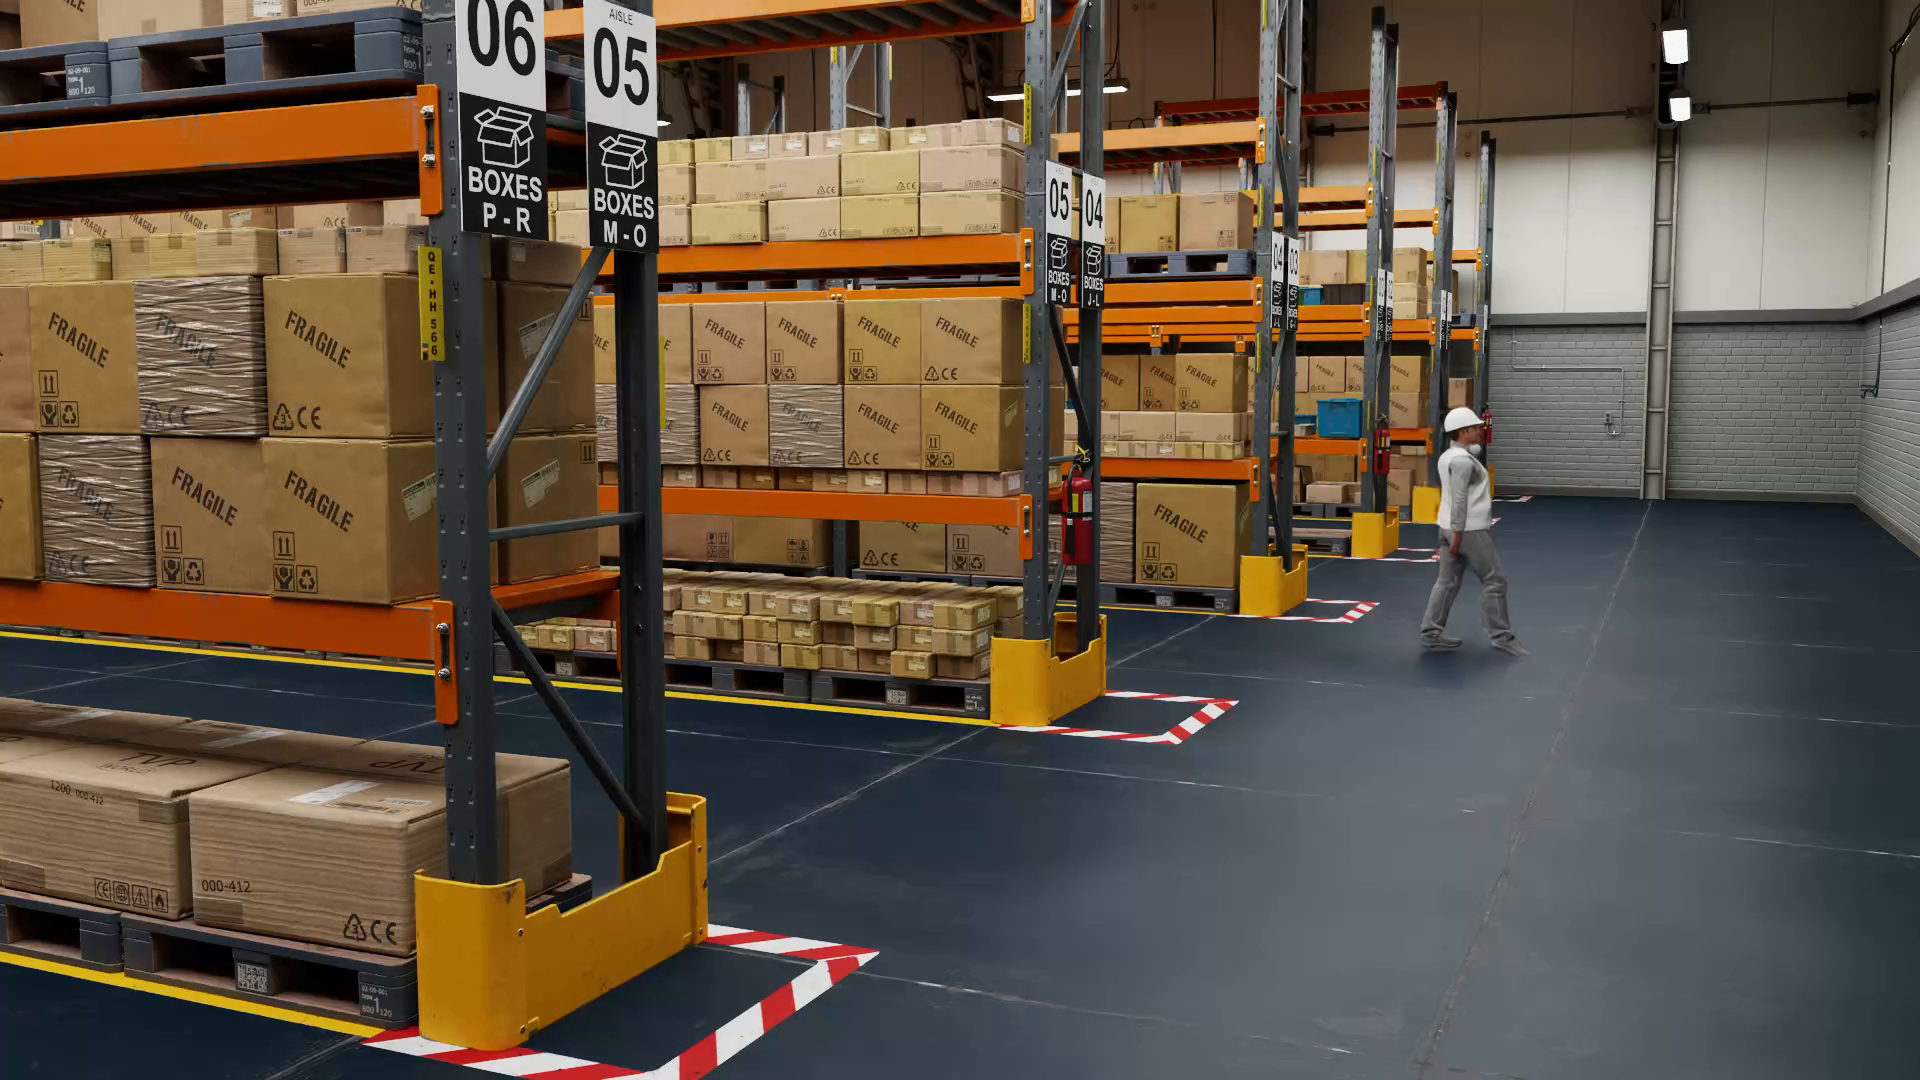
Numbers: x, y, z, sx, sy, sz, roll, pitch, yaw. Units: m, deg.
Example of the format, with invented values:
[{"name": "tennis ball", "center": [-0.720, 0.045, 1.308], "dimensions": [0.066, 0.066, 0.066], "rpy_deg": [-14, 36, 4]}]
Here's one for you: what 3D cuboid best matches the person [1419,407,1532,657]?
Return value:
[{"name": "person", "center": [3.737, -0.056, 12.051], "dimensions": [0.756, 1.804, 0.547], "rpy_deg": [0, 6, 1]}]
